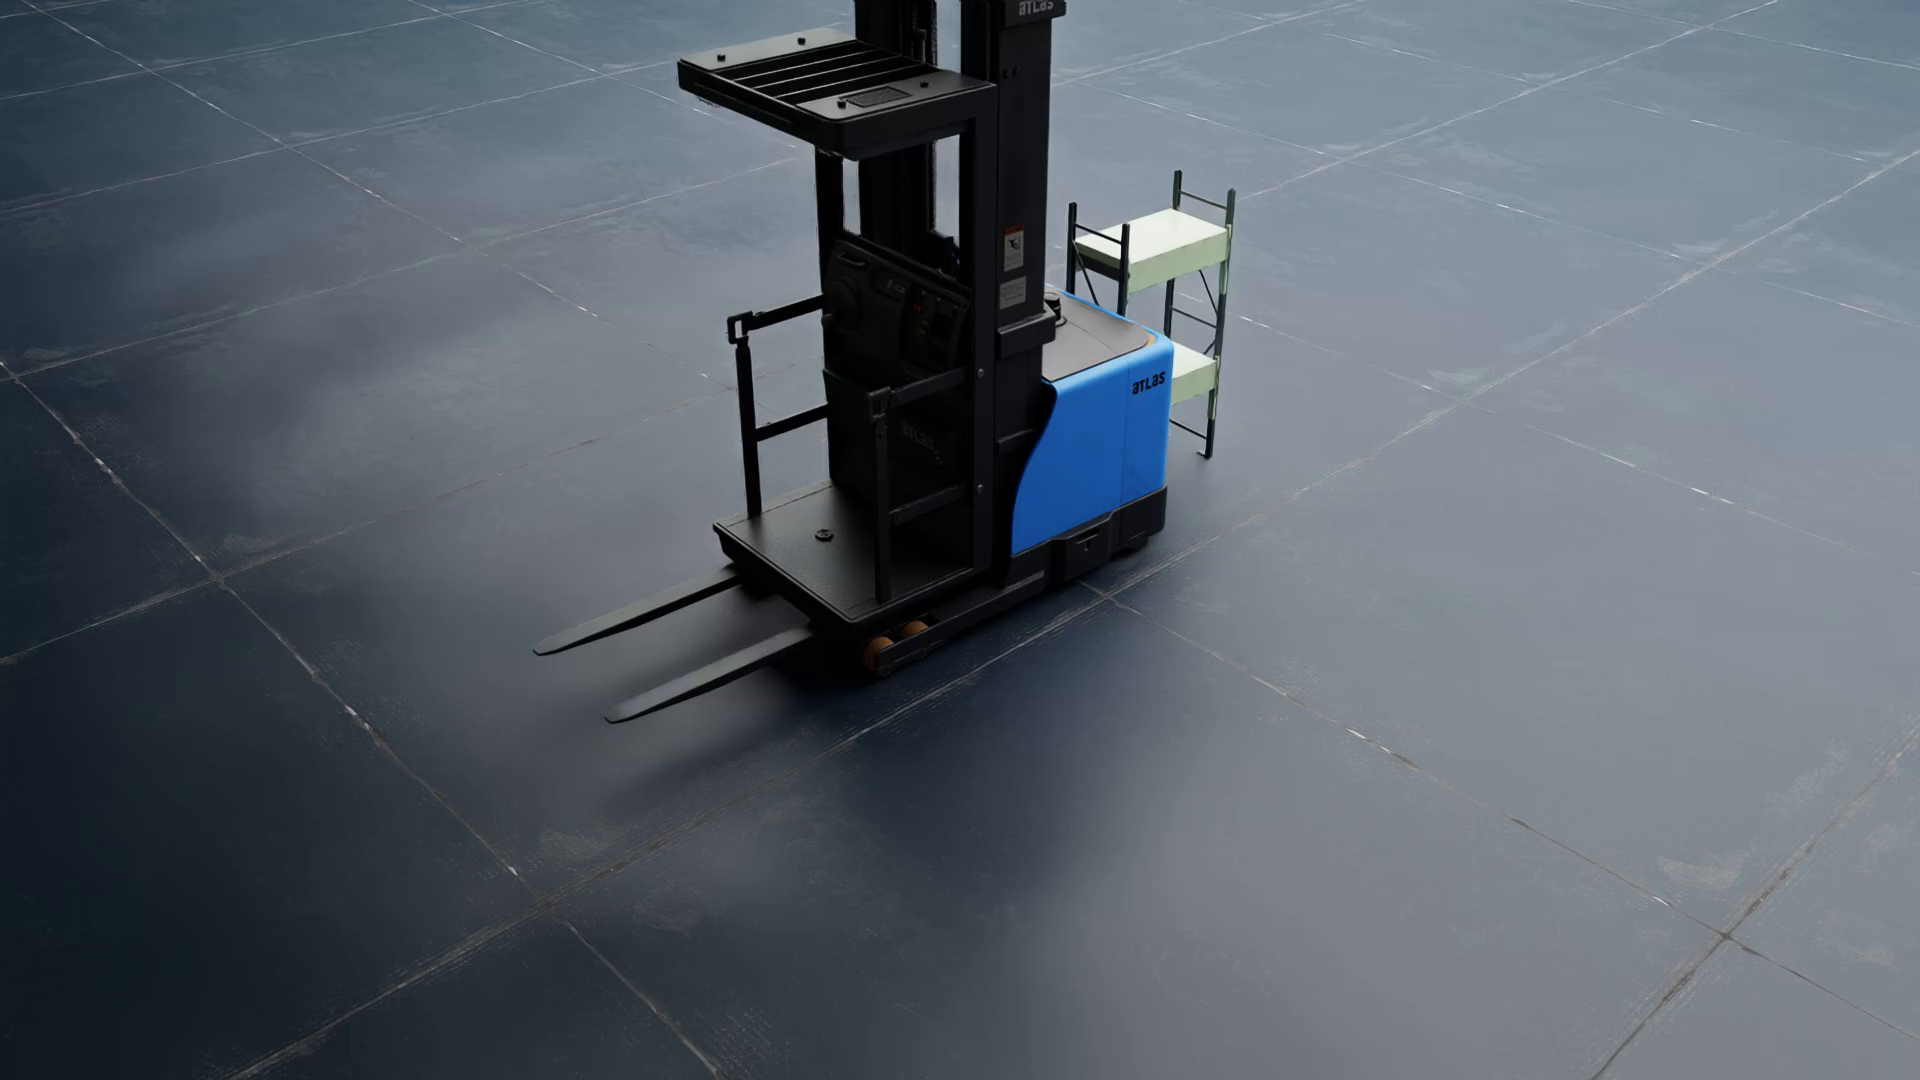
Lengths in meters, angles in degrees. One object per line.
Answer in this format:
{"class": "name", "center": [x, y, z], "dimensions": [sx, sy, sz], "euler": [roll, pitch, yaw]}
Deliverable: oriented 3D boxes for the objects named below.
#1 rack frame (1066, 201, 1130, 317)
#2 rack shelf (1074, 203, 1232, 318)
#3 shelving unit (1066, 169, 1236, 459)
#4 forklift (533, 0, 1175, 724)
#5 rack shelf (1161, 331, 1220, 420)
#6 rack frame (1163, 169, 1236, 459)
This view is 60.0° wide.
{"class": "rack frame", "center": [0.664, -0.918, 8.313], "dimensions": [0.023, 1.500, 0.400], "euler": [-23, 39, -33]}
{"class": "rack shelf", "center": [0.945, -1.373, 8.310], "dimensions": [0.720, 0.370, 0.431], "euler": [-23, 39, -33]}
{"class": "shelving unit", "center": [0.945, -1.040, 8.513], "dimensions": [0.755, 1.500, 0.431], "euler": [-23, 39, -33]}
{"class": "forklift", "center": [-0.441, -0.968, 7.023], "dimensions": [3.031, 2.935, 1.130], "euler": [-23, 39, -33]}
{"class": "rack shelf", "center": [0.945, -0.762, 8.683], "dimensions": [0.720, 0.370, 0.431], "euler": [-23, 39, -33]}
{"class": "rack frame", "center": [1.226, -1.162, 8.713], "dimensions": [0.023, 1.500, 0.400], "euler": [-23, 39, -33]}
